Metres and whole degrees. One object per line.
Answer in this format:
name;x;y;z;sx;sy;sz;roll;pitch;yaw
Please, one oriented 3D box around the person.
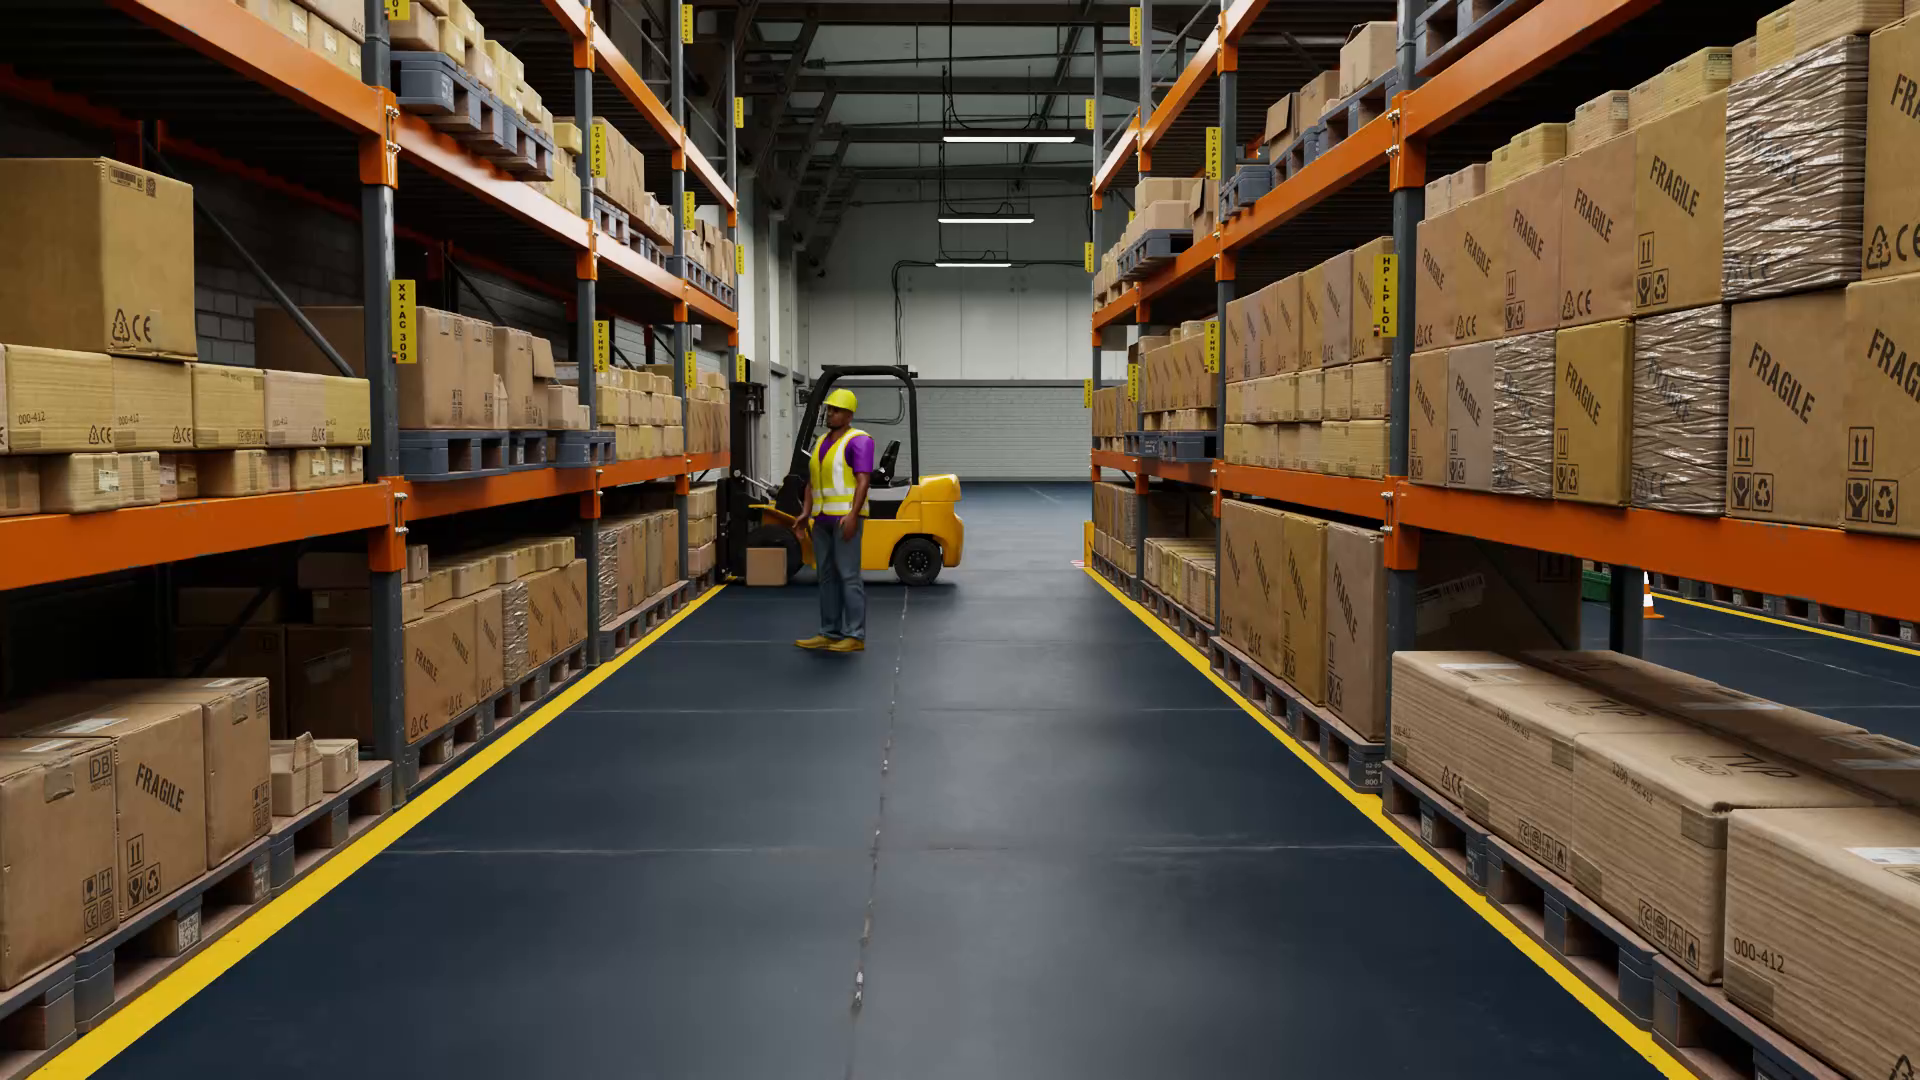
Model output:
person;-0.844;-0.132;11.234;0.414;1.775;0.615;-3;5;-43
